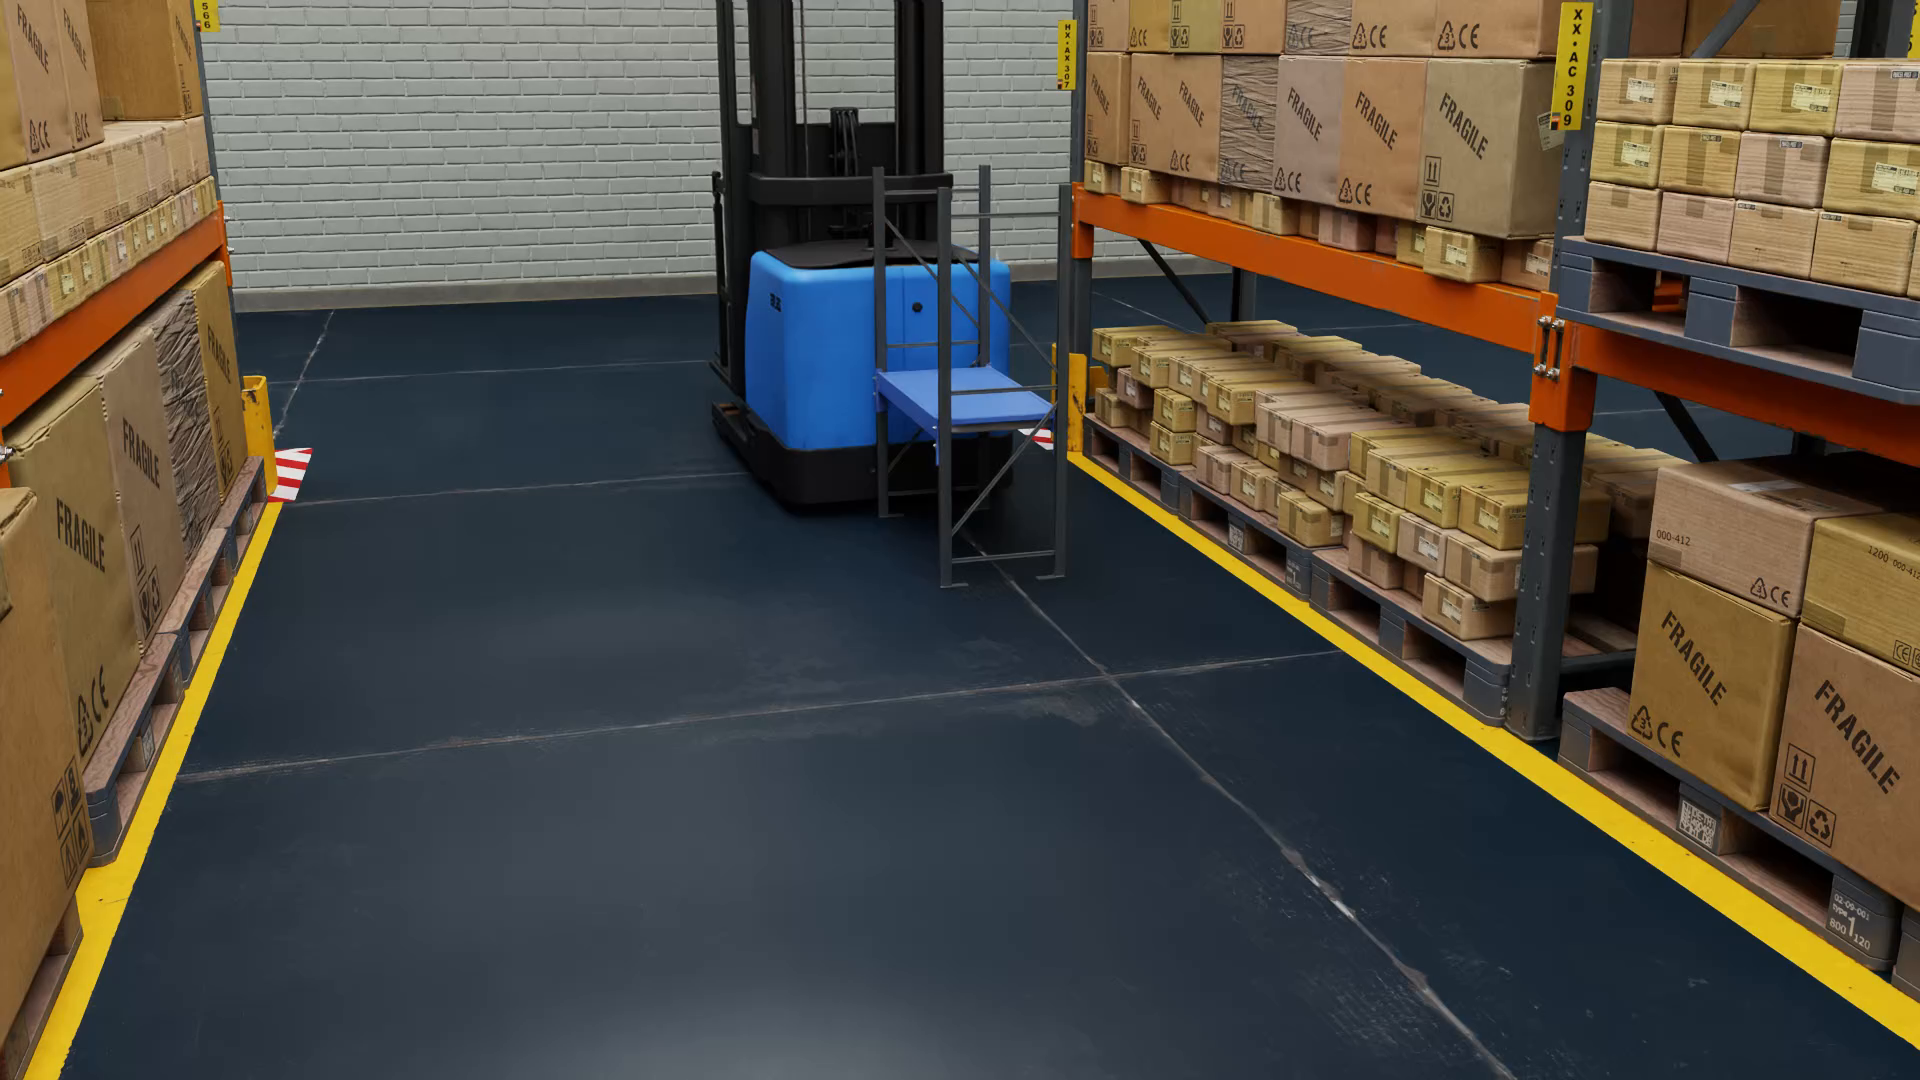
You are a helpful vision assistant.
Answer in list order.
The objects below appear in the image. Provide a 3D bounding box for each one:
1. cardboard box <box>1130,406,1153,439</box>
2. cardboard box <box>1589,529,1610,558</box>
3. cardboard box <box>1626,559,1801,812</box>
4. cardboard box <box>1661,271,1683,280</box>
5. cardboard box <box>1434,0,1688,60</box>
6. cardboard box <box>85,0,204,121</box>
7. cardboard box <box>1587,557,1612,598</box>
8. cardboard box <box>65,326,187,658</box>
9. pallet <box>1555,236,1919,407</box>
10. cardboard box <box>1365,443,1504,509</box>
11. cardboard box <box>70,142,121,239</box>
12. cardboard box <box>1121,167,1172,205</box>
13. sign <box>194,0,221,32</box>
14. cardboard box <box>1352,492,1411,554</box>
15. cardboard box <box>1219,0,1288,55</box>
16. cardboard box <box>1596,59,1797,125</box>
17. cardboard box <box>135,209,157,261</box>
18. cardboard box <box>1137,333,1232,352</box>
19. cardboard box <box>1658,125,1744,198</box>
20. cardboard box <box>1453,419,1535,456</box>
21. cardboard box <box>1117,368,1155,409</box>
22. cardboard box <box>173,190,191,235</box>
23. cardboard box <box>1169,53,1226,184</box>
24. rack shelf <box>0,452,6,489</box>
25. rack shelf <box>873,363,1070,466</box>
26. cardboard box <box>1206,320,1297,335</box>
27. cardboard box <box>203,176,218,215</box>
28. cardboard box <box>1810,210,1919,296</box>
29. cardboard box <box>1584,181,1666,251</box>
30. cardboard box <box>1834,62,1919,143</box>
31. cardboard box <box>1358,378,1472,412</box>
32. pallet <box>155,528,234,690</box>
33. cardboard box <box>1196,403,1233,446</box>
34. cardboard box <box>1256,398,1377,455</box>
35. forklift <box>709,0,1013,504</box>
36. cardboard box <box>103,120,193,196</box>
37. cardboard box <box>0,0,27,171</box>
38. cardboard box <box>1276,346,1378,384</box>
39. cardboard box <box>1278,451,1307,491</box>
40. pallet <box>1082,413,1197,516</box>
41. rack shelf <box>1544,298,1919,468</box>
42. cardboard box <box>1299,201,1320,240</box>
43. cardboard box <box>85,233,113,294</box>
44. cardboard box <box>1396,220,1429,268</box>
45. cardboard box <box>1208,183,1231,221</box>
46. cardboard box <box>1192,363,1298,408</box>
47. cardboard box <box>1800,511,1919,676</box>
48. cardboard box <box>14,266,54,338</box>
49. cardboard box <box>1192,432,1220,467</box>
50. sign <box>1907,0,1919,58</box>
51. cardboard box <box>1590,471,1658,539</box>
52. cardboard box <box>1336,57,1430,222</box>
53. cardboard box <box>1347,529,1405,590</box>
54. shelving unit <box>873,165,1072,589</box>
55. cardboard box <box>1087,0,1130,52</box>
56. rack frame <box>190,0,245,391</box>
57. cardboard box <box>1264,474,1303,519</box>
[{"bbox_3d":[1.033,-0.592,7.935,0.380,0.149,0.250,-5,17,-15],"label":"cardboard box"},{"bbox_3d":[2.197,-0.053,5.622,0.380,0.149,0.250,-5,17,-15],"label":"cardboard box"},{"bbox_3d":[2.093,0.335,4.237,0.500,0.500,0.500,-4,17,-13],"label":"cardboard box"},{"bbox_3d":[2.382,-0.870,5.071,0.380,0.149,0.250,-4,17,-13],"label":"cardboard box"},{"bbox_3d":[1.756,-1.664,4.849,0.500,0.500,0.500,-5,18,-17],"label":"cardboard box"},{"bbox_3d":[-3.364,-1.944,6.650,0.500,0.500,0.500,-4,17,-15],"label":"cardboard box"},{"bbox_3d":[2.281,0.078,5.703,0.380,0.149,0.250,-4,17,-14],"label":"cardboard box"},{"bbox_3d":[-3.003,-0.143,5.178,0.875,0.875,0.875,-5,17,-15],"label":"cardboard box"},{"bbox_3d":[2.215,-0.571,3.974,1.003,0.211,1.213,-5,17,-15],"label":"pallet"},{"bbox_3d":[1.614,-0.220,5.663,0.380,0.149,0.250,-5,17,-16],"label":"cardboard box"},{"bbox_3d":[-2.808,-1.024,4.891,0.500,0.250,0.500,-4,17,-14],"label":"cardboard box"},{"bbox_3d":[0.952,-1.611,7.538,0.380,0.149,0.250,-5,17,-17],"label":"cardboard box"},{"bbox_3d":[-3.225,-2.335,7.088,0.100,0.325,0.005,-5,17,-15],"label":"sign"},{"bbox_3d":[1.576,-0.073,5.689,0.380,0.149,0.250,-5,18,-17],"label":"cardboard box"},{"bbox_3d":[1.324,-2.091,6.271,0.500,0.500,0.500,-5,18,-17],"label":"cardboard box"},{"bbox_3d":[1.811,-1.107,4.094,0.380,0.149,0.250,-4,17,-12],"label":"cardboard box"},{"bbox_3d":[-2.916,-1.013,5.546,0.380,0.149,0.250,-4,17,-14],"label":"cardboard box"},{"bbox_3d":[1.055,-0.875,7.841,0.380,0.149,0.250,-4,17,-14],"label":"cardboard box"},{"bbox_3d":[1.884,-0.893,3.899,0.380,0.149,0.250,-5,17,-16],"label":"cardboard box"},{"bbox_3d":[2.021,-0.336,6.047,0.380,0.149,0.250,-5,17,-17],"label":"cardboard box"},{"bbox_3d":[0.964,-0.725,7.861,0.380,0.149,0.250,-5,17,-16],"label":"cardboard box"},{"bbox_3d":[-3.127,-1.225,6.252,0.380,0.149,0.250,-4,17,-14],"label":"cardboard box"},{"bbox_3d":[1.198,-1.754,6.888,0.500,0.500,0.500,-4,17,-15],"label":"cardboard box"},{"bbox_3d":[-2.102,0.376,1.737,1.077,0.370,4.000,-5,17,-15],"label":"rack shelf"},{"bbox_3d":[0.023,-0.522,6.710,0.538,0.185,1.000,-5,17,-15],"label":"rack shelf"},{"bbox_3d":[1.435,-0.987,8.215,0.380,0.149,0.250,-4,17,-15],"label":"cardboard box"},{"bbox_3d":[-3.336,-1.436,6.954,0.380,0.149,0.250,-4,17,-14],"label":"cardboard box"},{"bbox_3d":[2.026,-0.606,3.464,0.380,0.149,0.250,-5,17,-15],"label":"cardboard box"},{"bbox_3d":[1.811,-0.822,4.180,0.380,0.149,0.250,-6,18,-18],"label":"cardboard box"},{"bbox_3d":[2.028,-0.890,3.372,0.380,0.149,0.250,-5,17,-16],"label":"cardboard box"},{"bbox_3d":[1.845,-0.553,6.770,0.380,0.149,0.250,-5,17,-15],"label":"cardboard box"},{"bbox_3d":[-3.124,0.259,5.723,1.003,0.211,1.213,-5,17,-15],"label":"pallet"},{"bbox_3d":[1.247,-0.519,7.175,0.380,0.149,0.250,-6,18,-18],"label":"cardboard box"},{"bbox_3d":[1.368,-0.440,6.393,0.380,0.149,0.250,-5,18,-17],"label":"cardboard box"},{"bbox_3d":[-0.687,-1.943,8.326,1.130,2.935,3.031,-5,17,-17],"label":"forklift"},{"bbox_3d":[-3.224,-1.446,6.294,0.500,0.250,0.500,-5,17,-16],"label":"cardboard box"},{"bbox_3d":[-2.537,-1.104,3.855,0.500,0.500,0.500,-5,17,-15],"label":"cardboard box"},{"bbox_3d":[1.652,-0.775,7.508,0.380,0.149,0.250,-5,18,-17],"label":"cardboard box"},{"bbox_3d":[1.458,-0.295,6.428,0.380,0.149,0.250,-6,18,-18],"label":"cardboard box"},{"bbox_3d":[1.256,-0.409,7.945,1.003,0.211,1.213,-5,17,-15],"label":"pallet"},{"bbox_3d":[2.695,0.012,2.950,1.077,0.370,4.000,-5,17,-15],"label":"rack shelf"},{"bbox_3d":[1.481,-1.188,6.131,0.380,0.149,0.250,-5,17,-16],"label":"cardboard box"},{"bbox_3d":[-2.703,-0.799,4.833,0.380,0.149,0.250,-5,17,-16],"label":"cardboard box"},{"bbox_3d":[1.650,-0.968,5.396,0.380,0.149,0.250,-4,17,-13],"label":"cardboard box"},{"bbox_3d":[1.247,-1.403,6.844,0.380,0.149,0.250,-5,17,-16],"label":"cardboard box"},{"bbox_3d":[1.216,-0.655,7.111,0.380,0.149,0.250,-4,17,-13],"label":"cardboard box"},{"bbox_3d":[2.243,0.123,3.640,0.500,0.250,0.500,-4,17,-14],"label":"cardboard box"},{"bbox_3d":[-2.485,-0.582,4.114,0.380,0.149,0.250,-5,18,-17],"label":"cardboard box"},{"bbox_3d":[1.234,-0.382,7.234,0.380,0.149,0.250,-5,17,-15],"label":"cardboard box"},{"bbox_3d":[2.678,-1.486,4.671,0.100,0.325,0.005,-5,17,-15],"label":"sign"},{"bbox_3d":[2.250,-0.119,5.324,0.380,0.149,0.250,-4,17,-13],"label":"cardboard box"},{"bbox_3d":[1.599,-1.332,5.480,0.500,0.500,0.500,-5,17,-17],"label":"cardboard box"},{"bbox_3d":[1.584,0.050,5.797,0.380,0.149,0.250,-5,18,-17],"label":"cardboard box"},{"bbox_3d":[0.023,-0.695,6.658,0.538,1.500,1.048,-5,17,-15],"label":"shelving unit"},{"bbox_3d":[0.914,-2.517,7.687,0.500,0.500,0.500,-5,17,-16],"label":"cardboard box"},{"bbox_3d":[-3.751,-1.628,7.159,1.000,3.000,0.127,-5,17,-15],"label":"rack frame"},{"bbox_3d":[1.418,-0.167,6.520,0.380,0.149,0.250,-4,17,-14],"label":"cardboard box"}]
